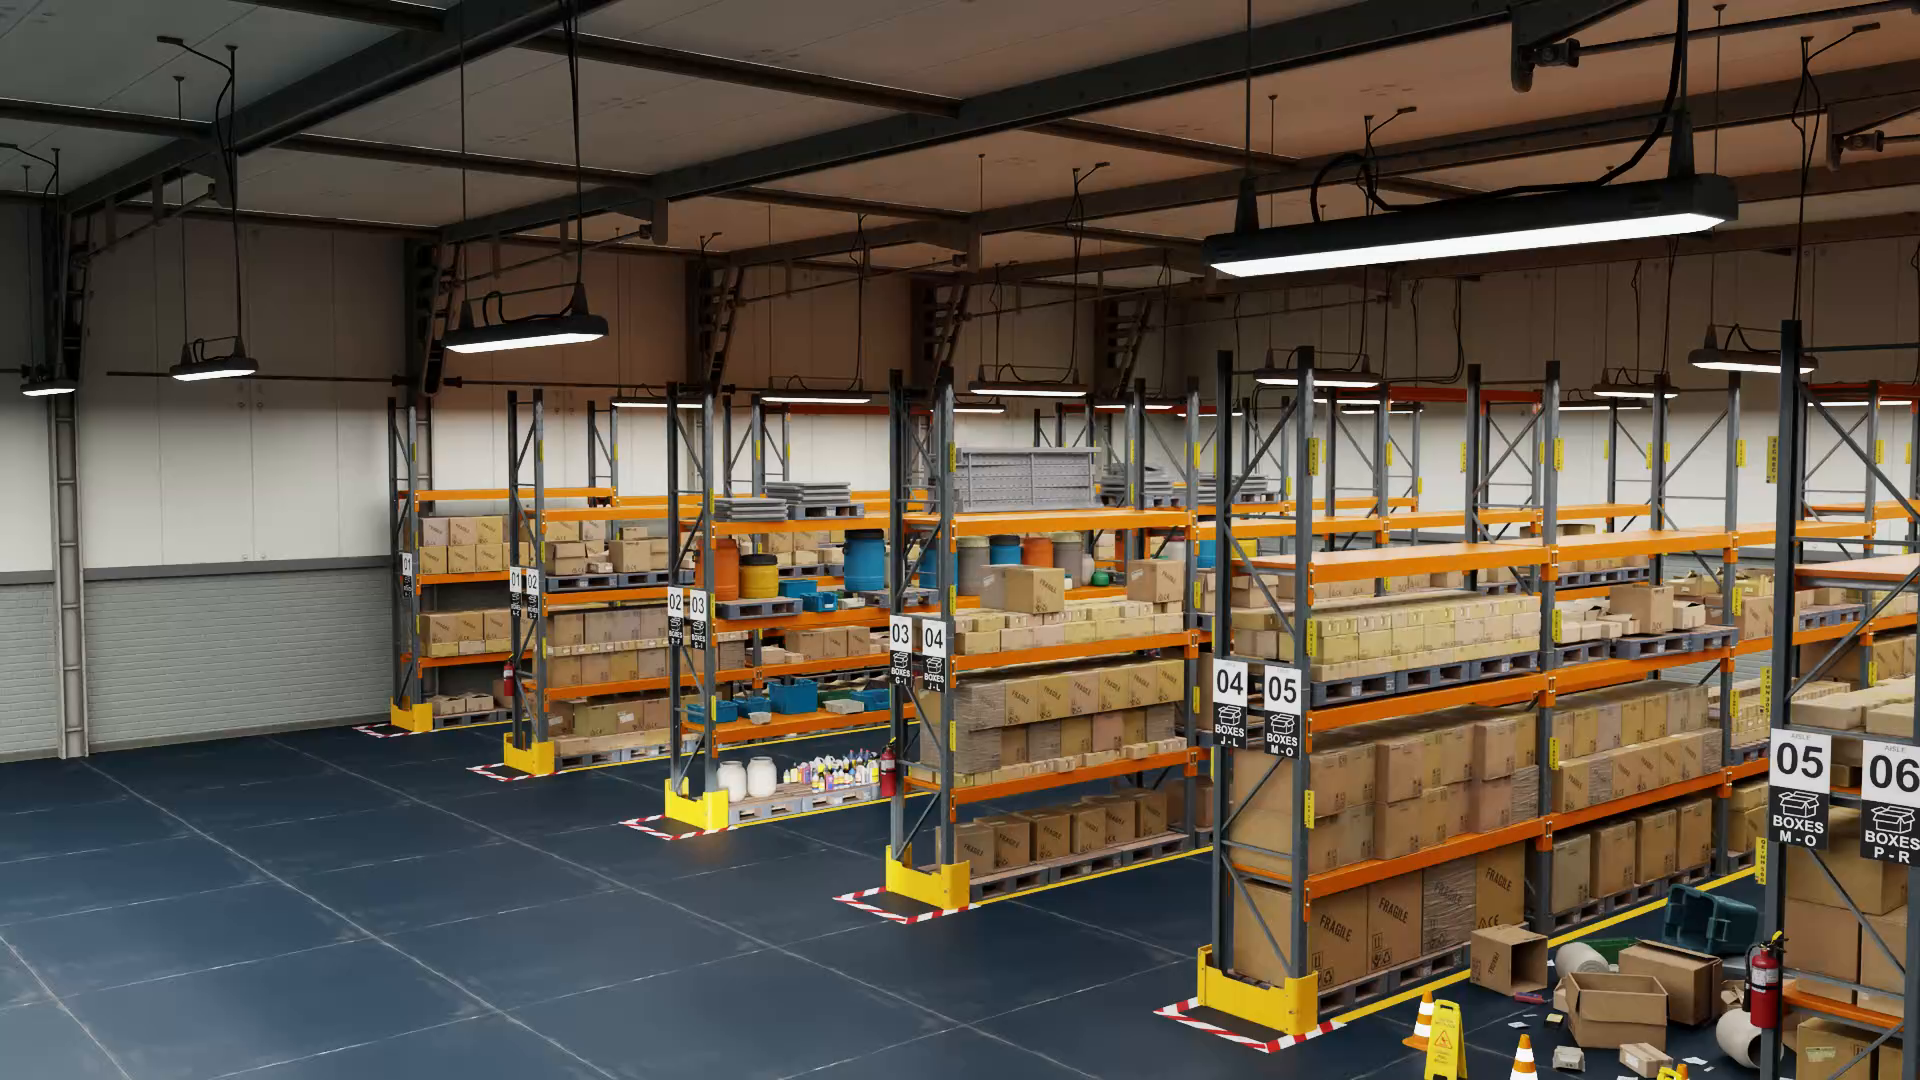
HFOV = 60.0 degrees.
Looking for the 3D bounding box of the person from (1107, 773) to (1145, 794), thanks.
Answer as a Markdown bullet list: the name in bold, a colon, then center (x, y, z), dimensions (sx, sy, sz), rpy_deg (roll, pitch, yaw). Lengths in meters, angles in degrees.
- **person**: center (2.326, 3.025, 23.846), dimensions (0.960, 1.594, 0.614), rpy_deg (-2, 4, -36)
